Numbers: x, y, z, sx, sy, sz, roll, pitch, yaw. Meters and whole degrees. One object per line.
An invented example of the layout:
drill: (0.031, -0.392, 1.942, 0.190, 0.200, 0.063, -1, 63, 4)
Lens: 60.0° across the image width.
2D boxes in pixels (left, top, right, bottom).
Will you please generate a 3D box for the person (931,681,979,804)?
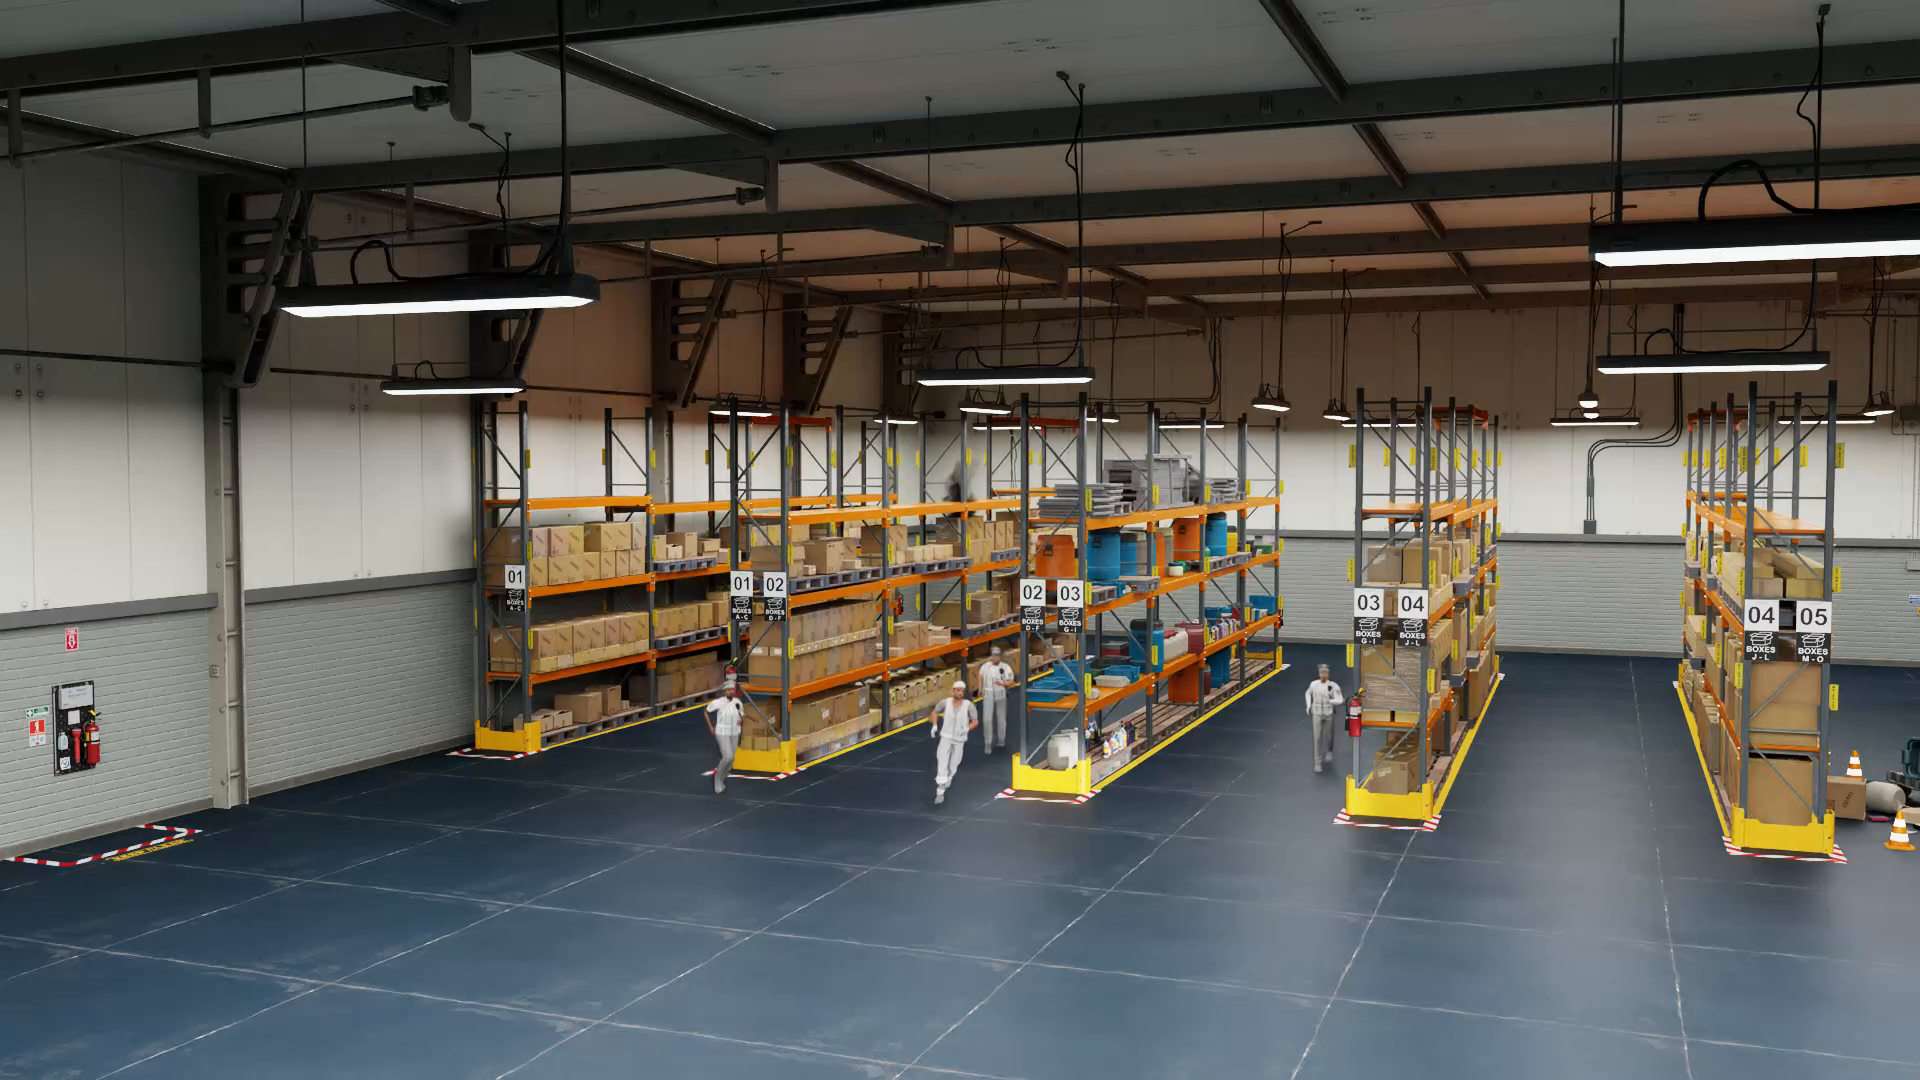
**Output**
person: (-0.079, 2.941, 24.509, 0.701, 1.756, 0.885, 0, 3, 2)

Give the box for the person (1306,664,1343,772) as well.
person: (5.866, 2.828, 26.818, 0.611, 1.682, 0.940, 1, 3, 16)

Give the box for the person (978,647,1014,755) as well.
person: (0.606, 2.741, 28.446, 0.634, 1.854, 0.789, 0, 3, 5)

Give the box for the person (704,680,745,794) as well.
person: (-3.500, 2.950, 25.020, 0.559, 1.680, 0.644, -2, 3, -37)
